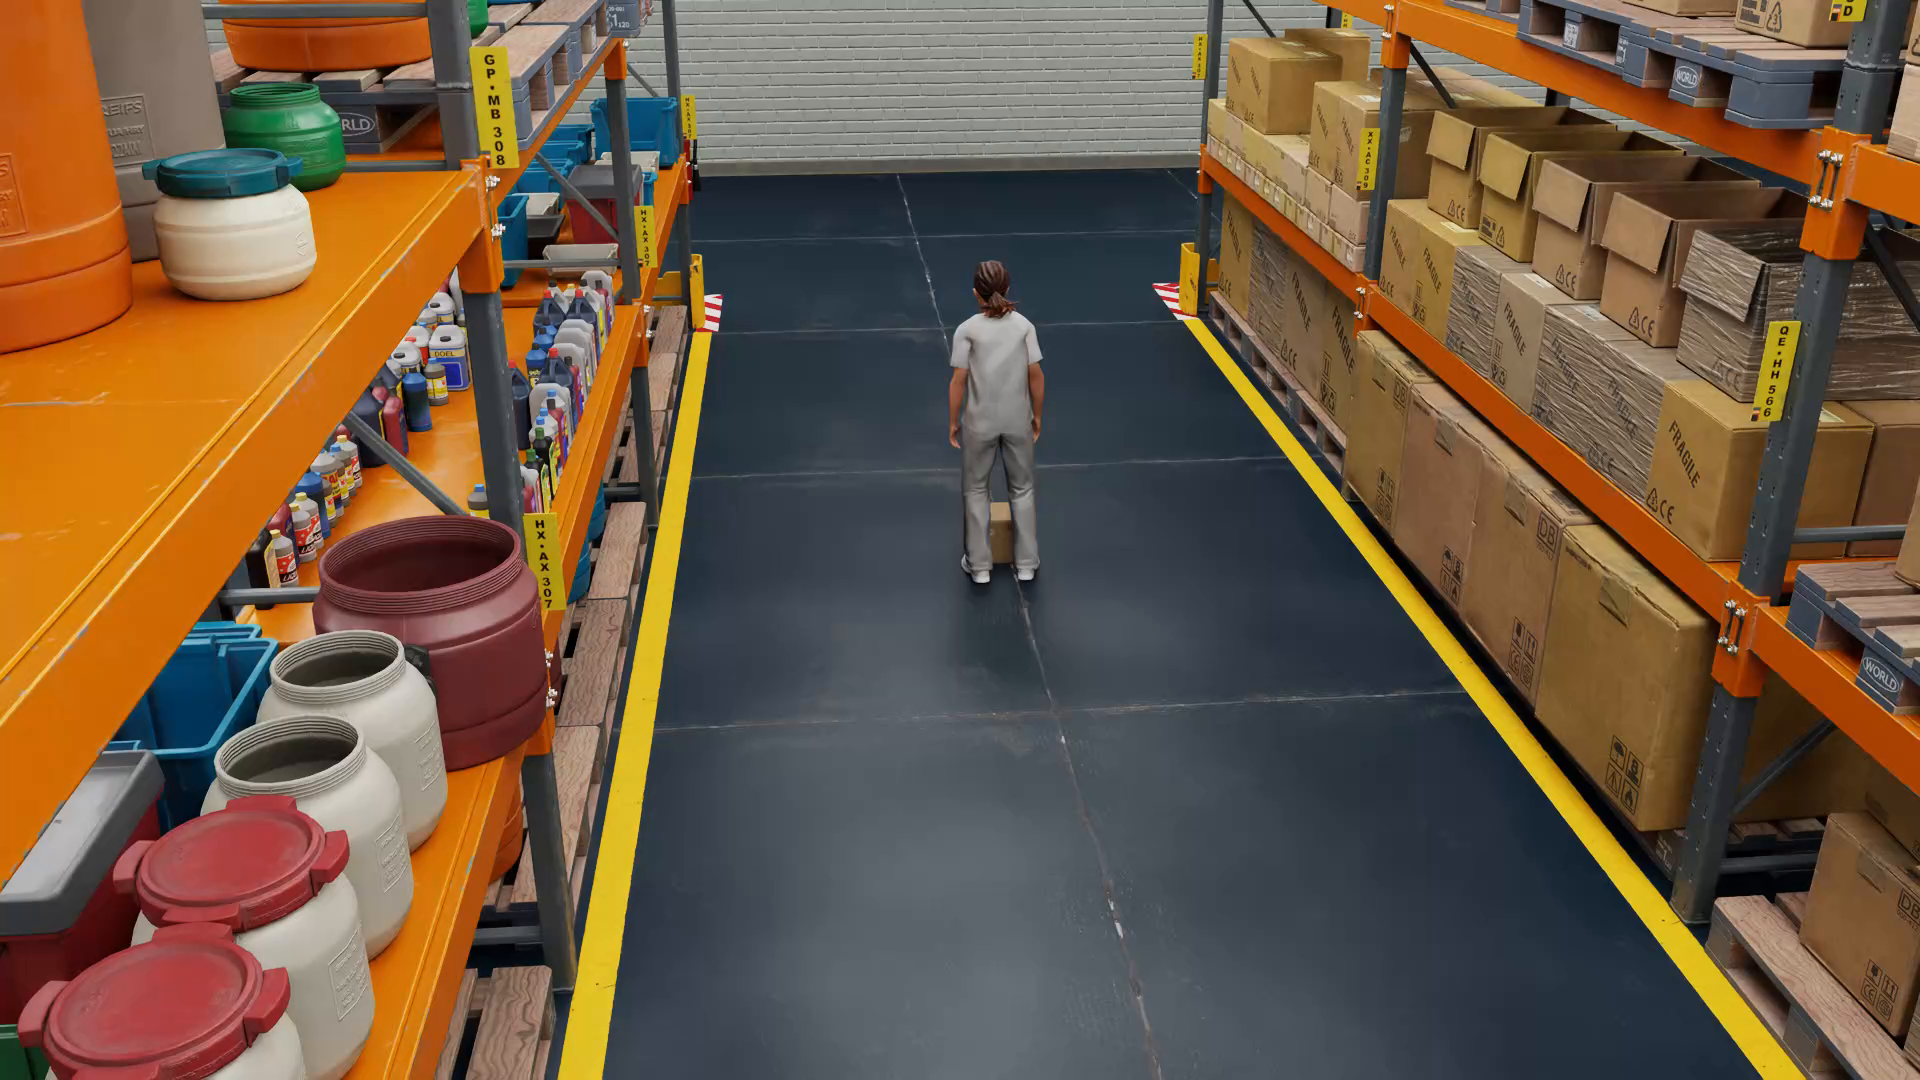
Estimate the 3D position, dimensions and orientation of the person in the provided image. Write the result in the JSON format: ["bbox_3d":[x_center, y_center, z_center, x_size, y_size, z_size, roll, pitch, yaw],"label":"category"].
[{"bbox_3d":[0.189,-0.587,8.433,0.510,1.671,0.362,-4,24,-8],"label":"person"}]
